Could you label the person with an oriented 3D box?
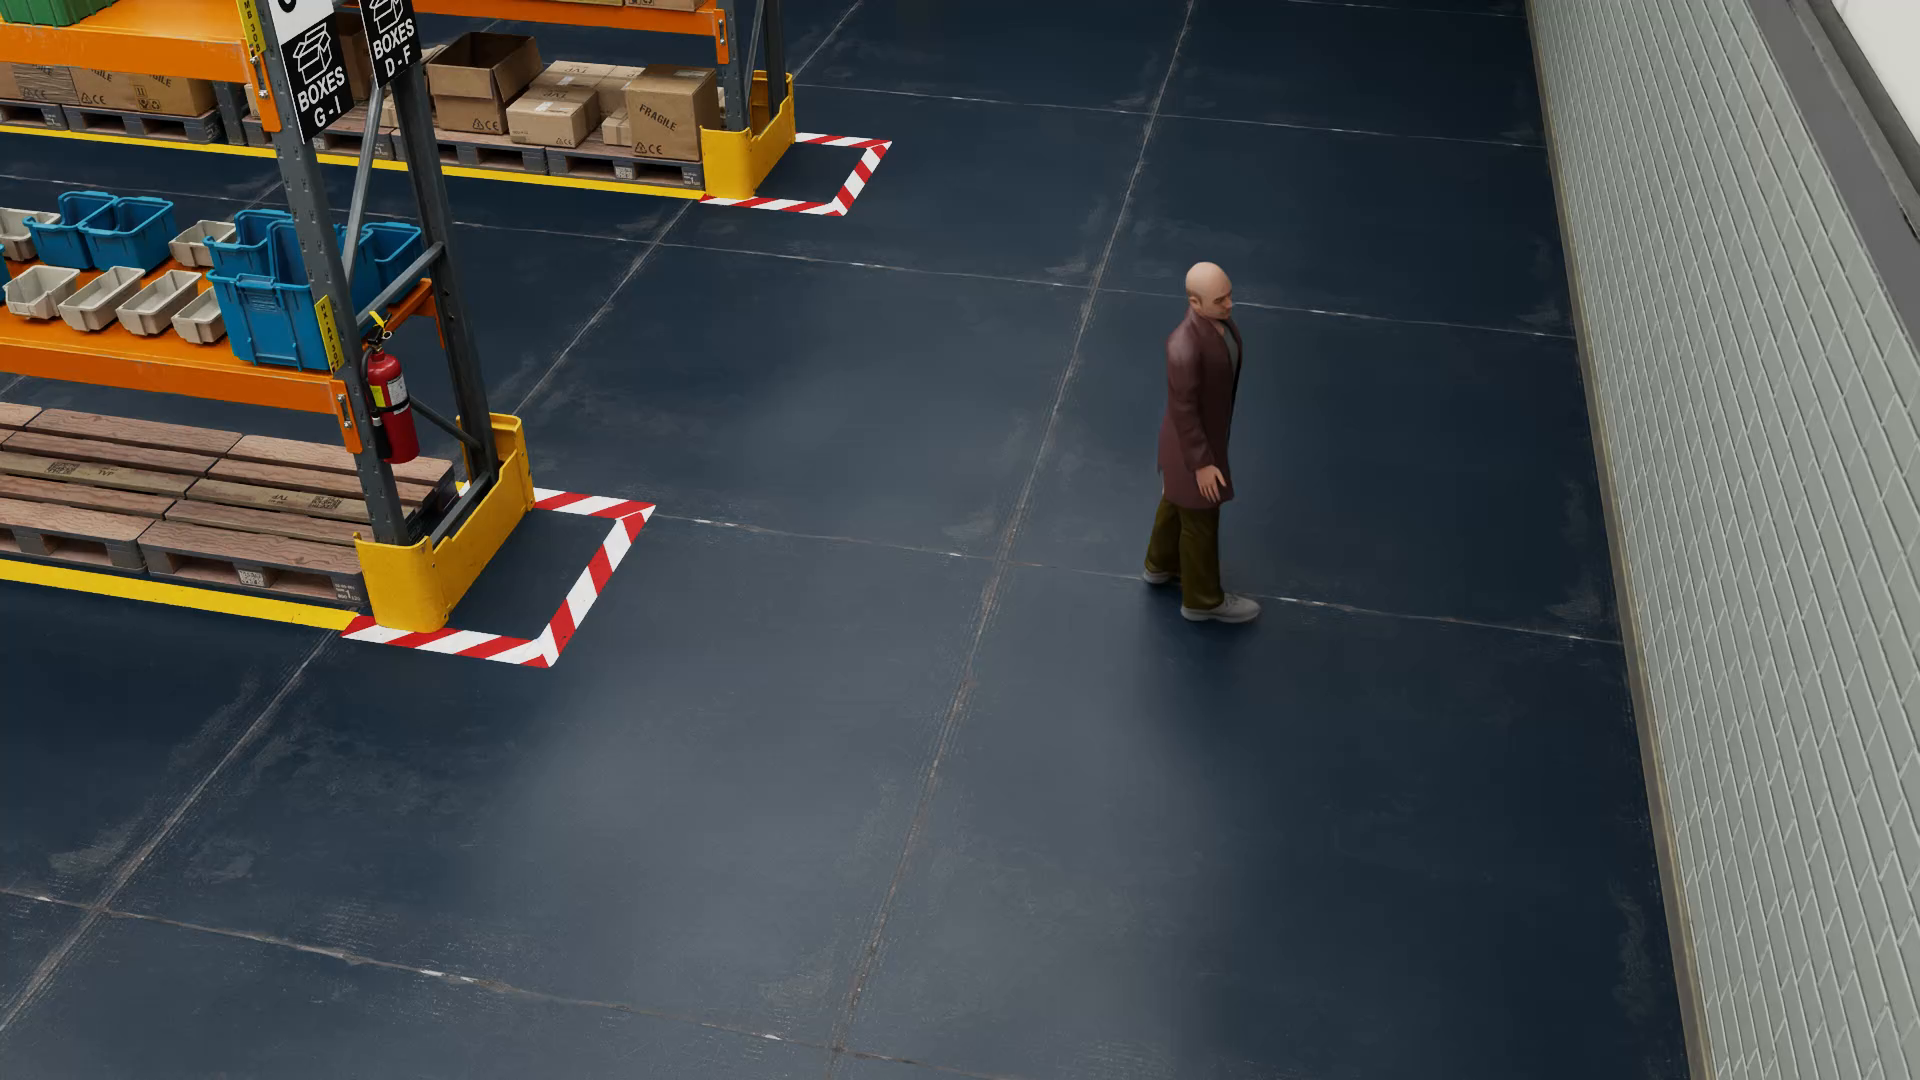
[{"bbox_3d":[1.164,-0.434,7.531,0.602,1.784,0.632,10,37,13],"label":"person"}]
